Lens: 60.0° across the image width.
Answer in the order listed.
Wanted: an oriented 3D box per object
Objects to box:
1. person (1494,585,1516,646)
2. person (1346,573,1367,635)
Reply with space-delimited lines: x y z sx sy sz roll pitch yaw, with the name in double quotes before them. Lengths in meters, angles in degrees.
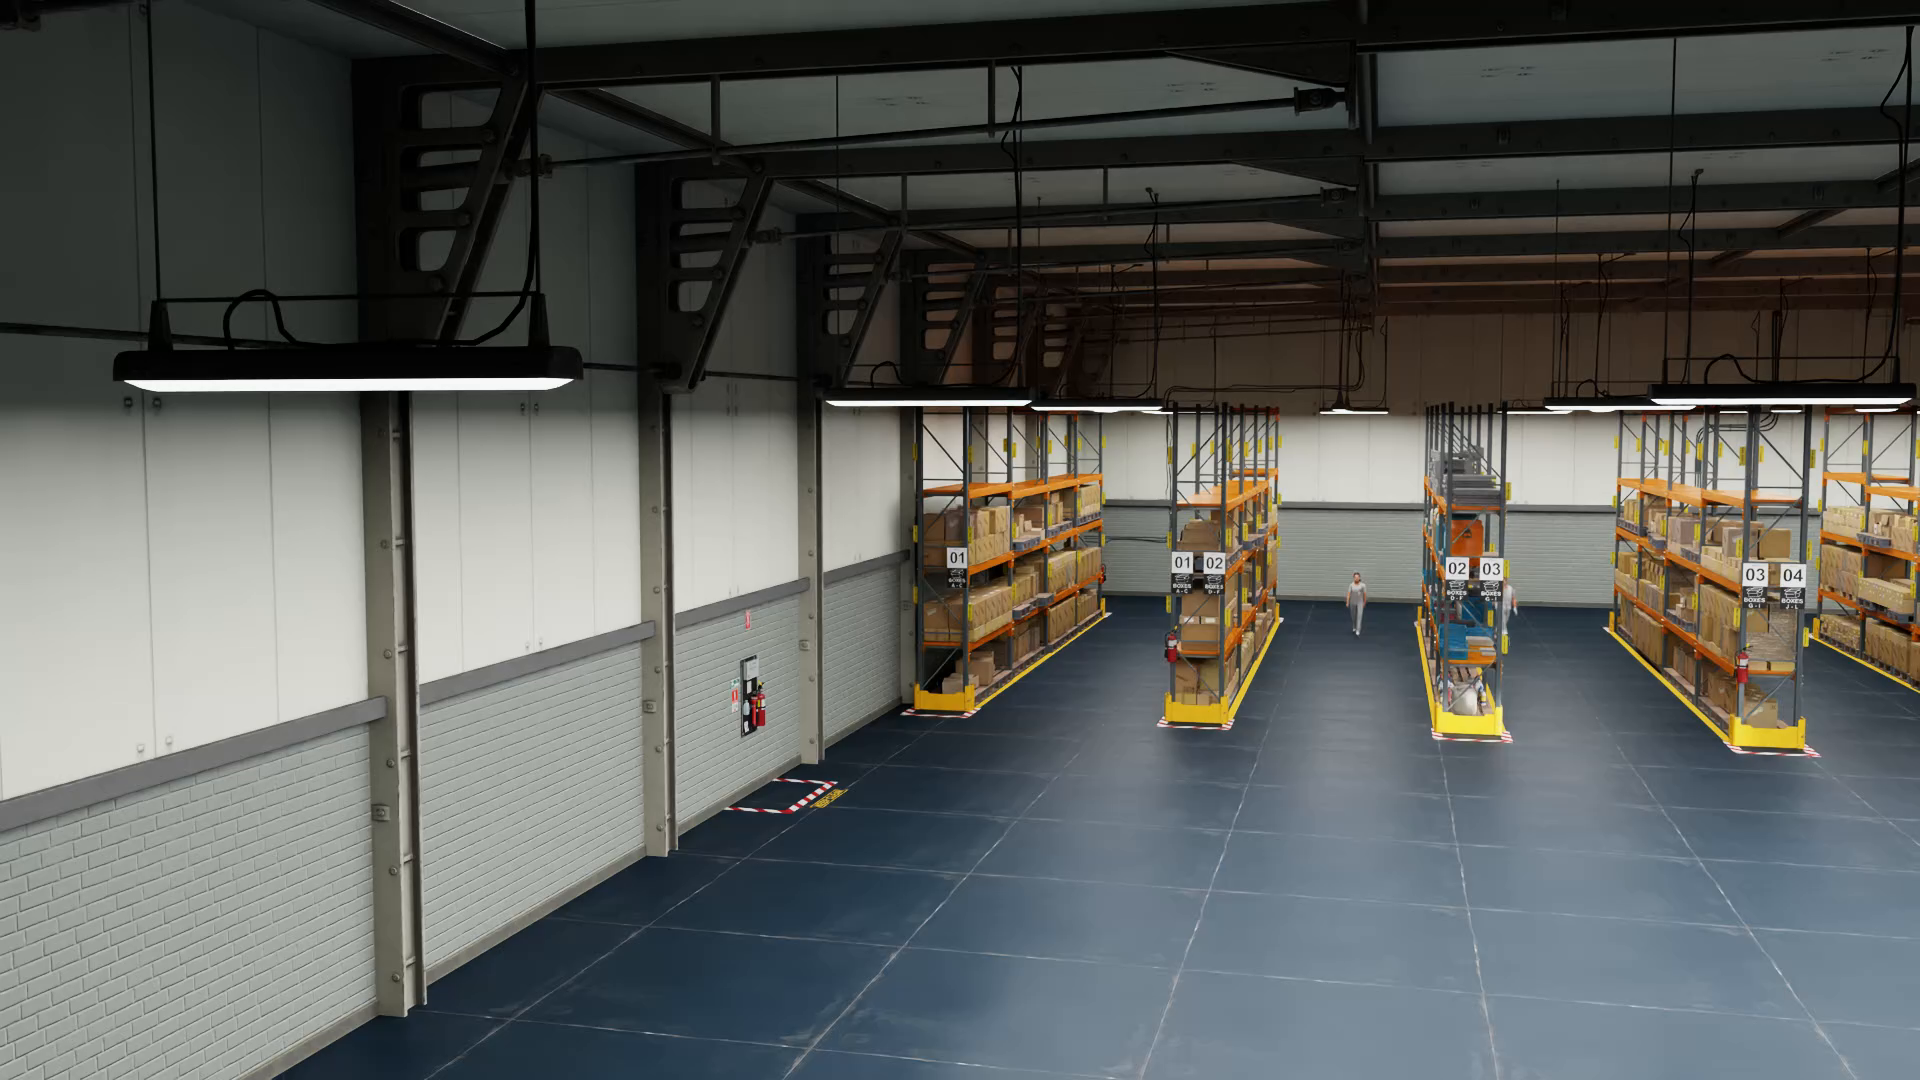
"person" 13.710 1.858 41.735 0.491 1.488 1.004 -1 4 -16
"person" 10.429 1.666 43.734 0.500 1.602 1.060 1 4 17
